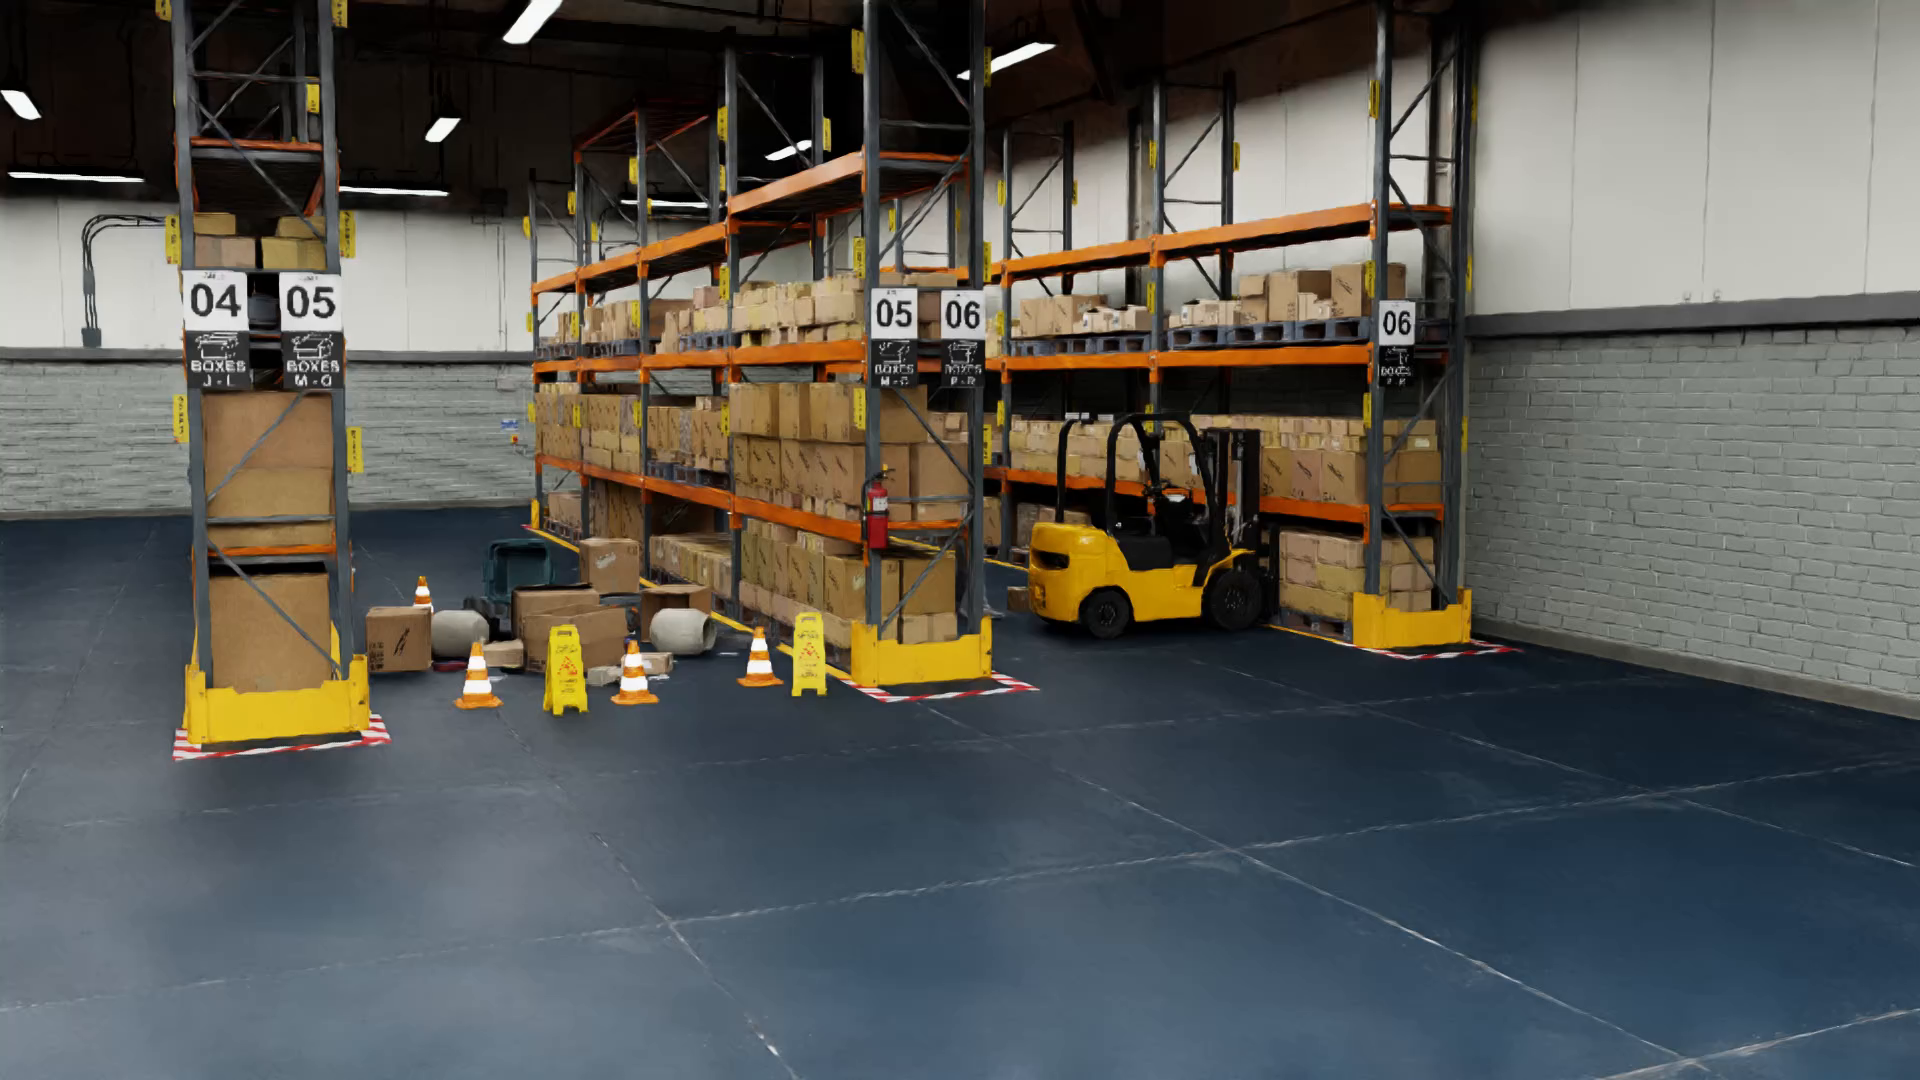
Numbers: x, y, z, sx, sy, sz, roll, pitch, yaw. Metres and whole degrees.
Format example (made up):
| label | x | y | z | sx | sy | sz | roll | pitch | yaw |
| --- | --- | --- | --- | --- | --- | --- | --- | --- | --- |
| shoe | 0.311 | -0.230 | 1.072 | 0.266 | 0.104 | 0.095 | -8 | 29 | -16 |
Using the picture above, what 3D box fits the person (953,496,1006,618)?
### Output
| label | x | y | z | sx | sy | sz | roll | pitch | yaw |
| --- | --- | --- | --- | --- | --- | --- | --- | --- | --- |
| person | 0.148 | -0.061 | 17.426 | 0.555 | 1.768 | 0.683 | -1 | 5 | -13 |
